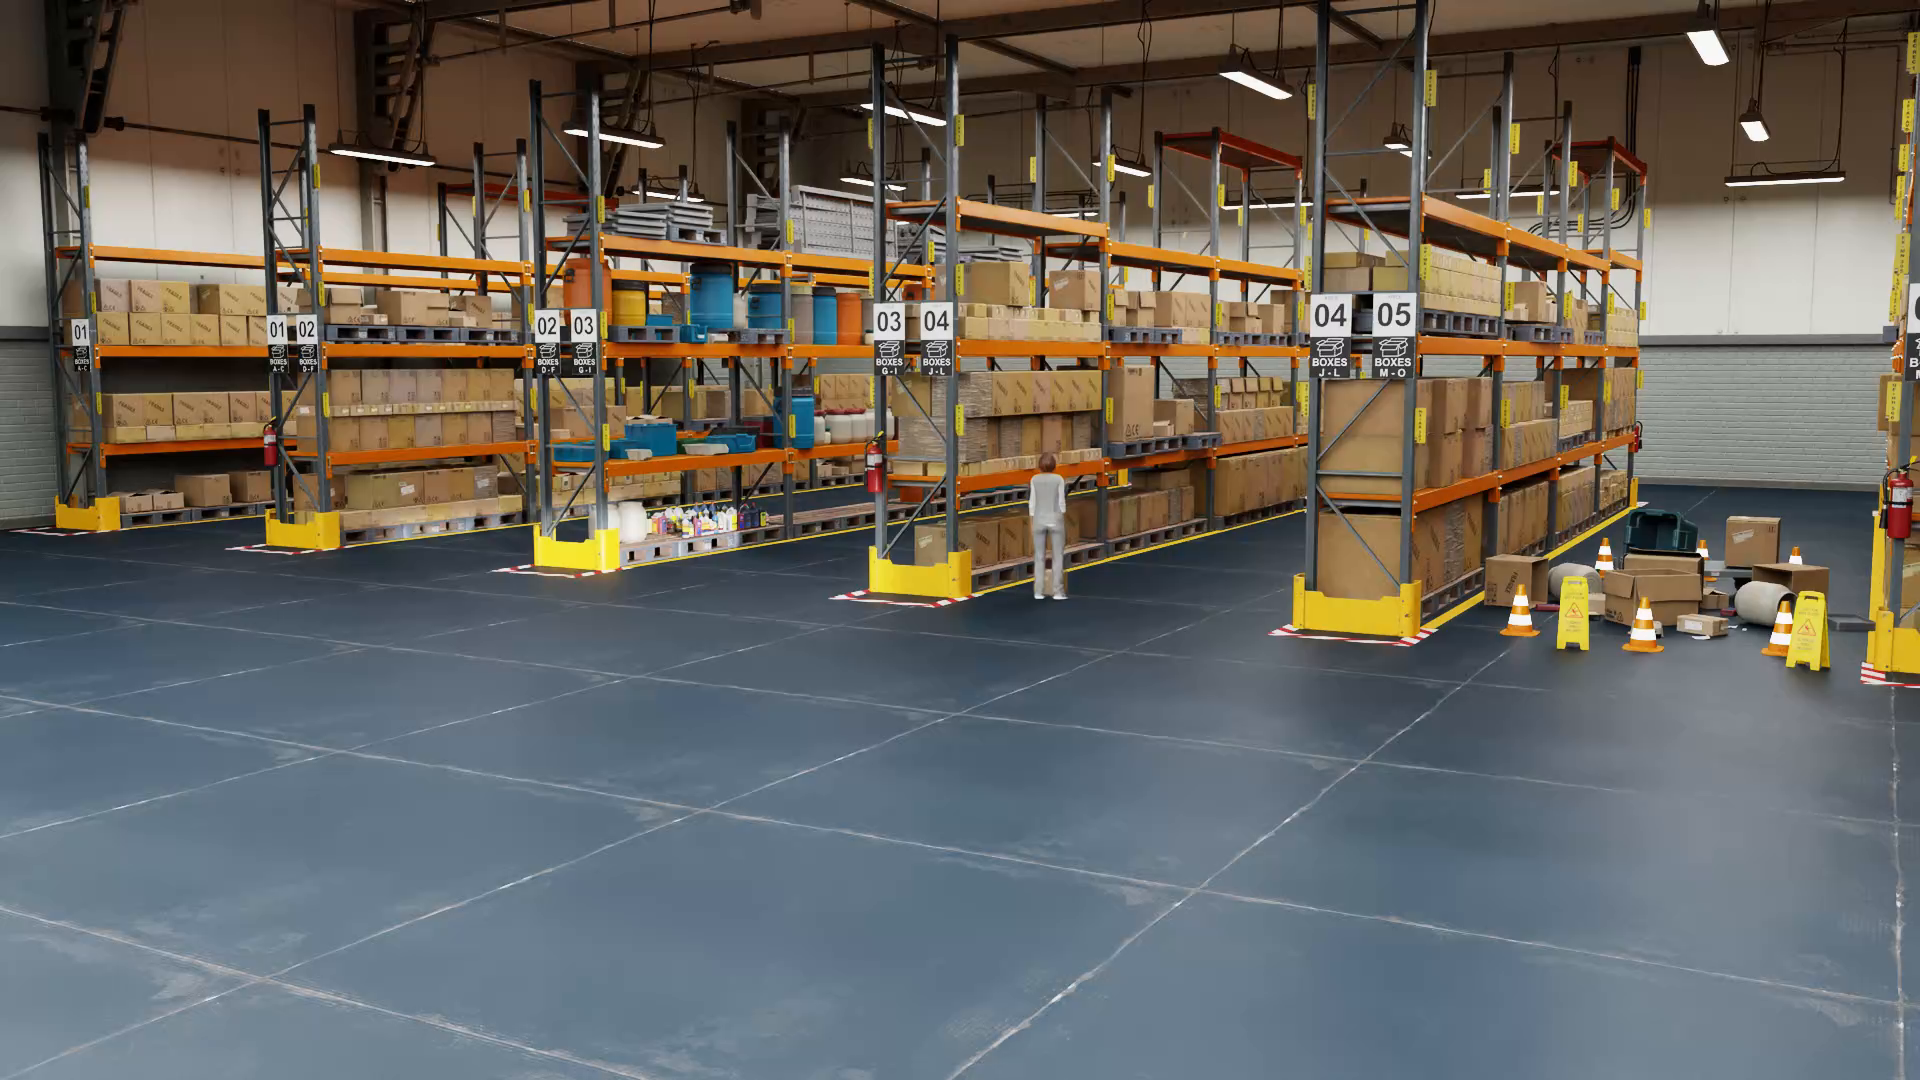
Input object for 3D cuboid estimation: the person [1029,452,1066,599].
[{"bbox_3d":[0.940,-0.148,17.965,0.404,1.604,0.309,1,6,11],"label":"person"}]
